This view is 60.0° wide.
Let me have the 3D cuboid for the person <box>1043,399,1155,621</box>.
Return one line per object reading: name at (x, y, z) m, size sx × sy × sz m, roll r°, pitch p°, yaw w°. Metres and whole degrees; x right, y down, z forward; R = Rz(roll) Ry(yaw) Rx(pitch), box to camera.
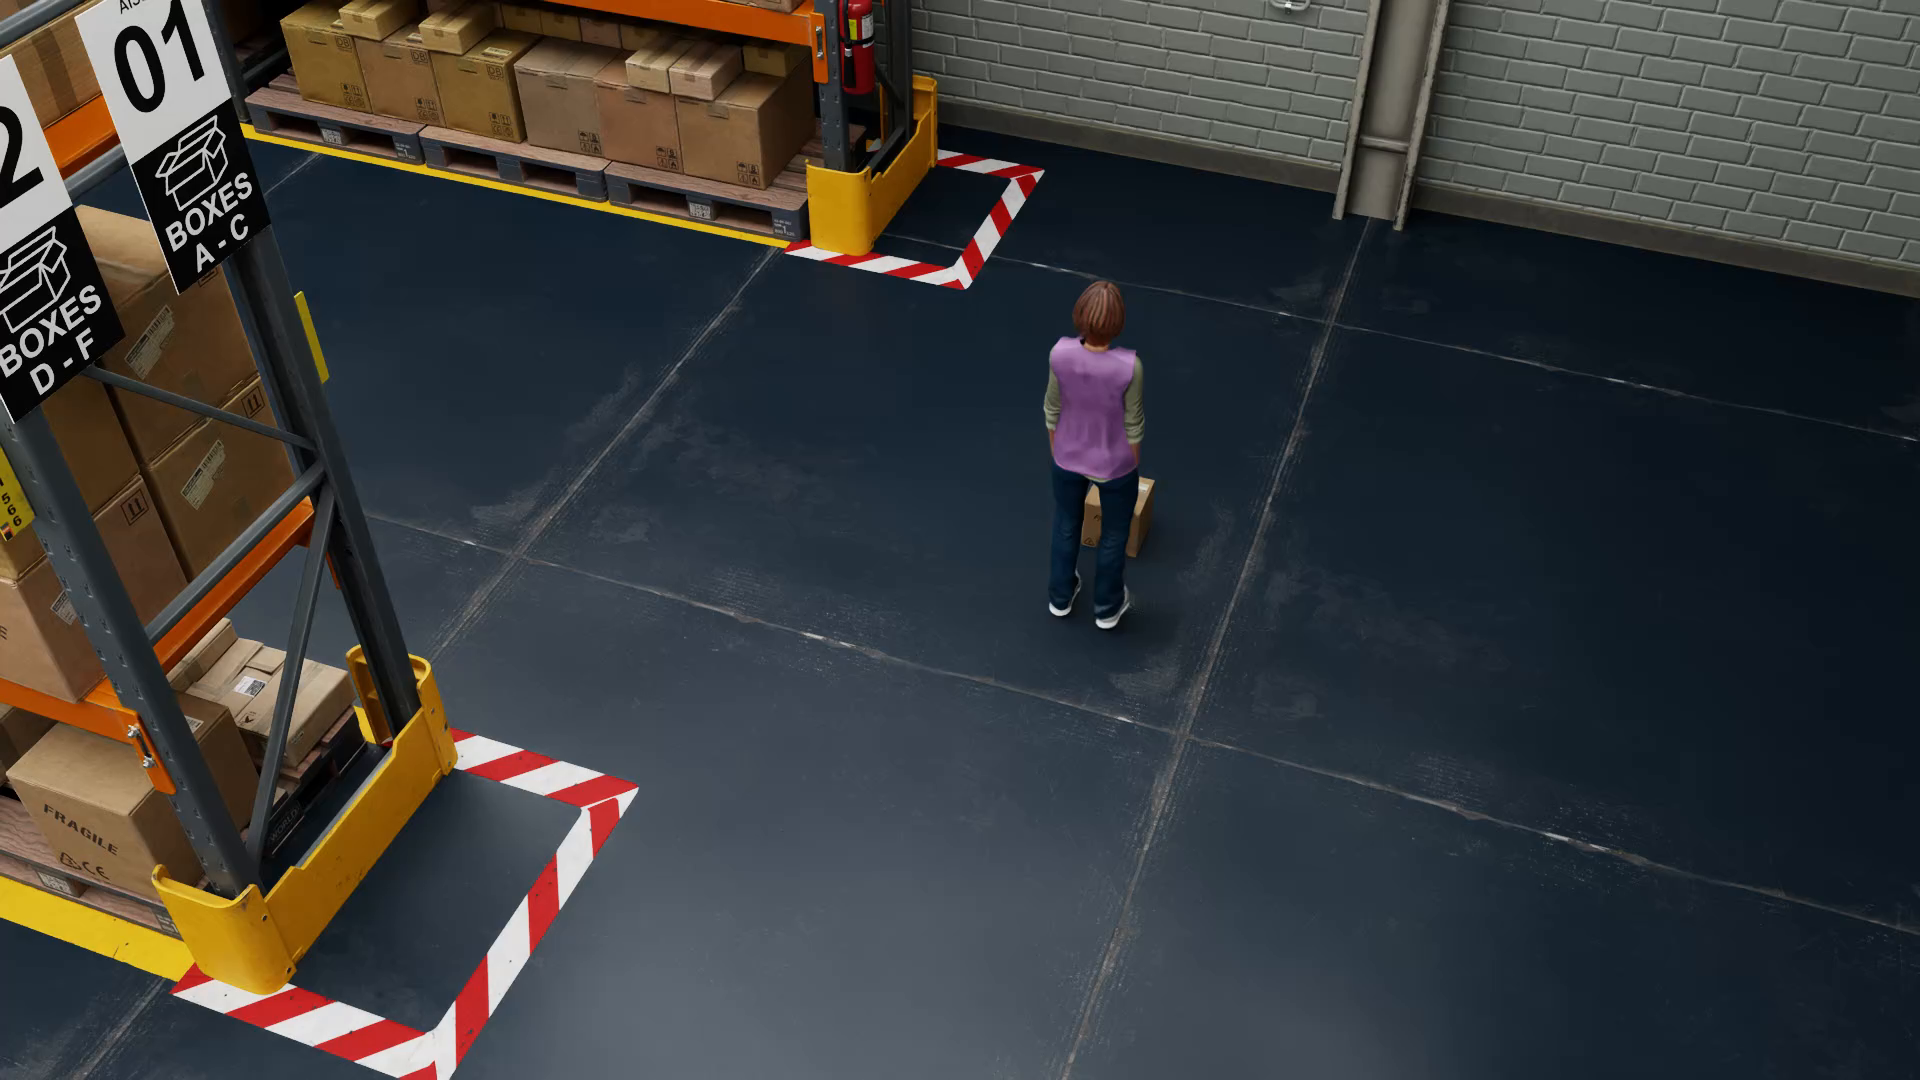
person at (0.579, -0.076, 6.922) m, size 0.432 × 0.762 × 0.813 m, roll 14°, pitch 44°, yaw 15°
